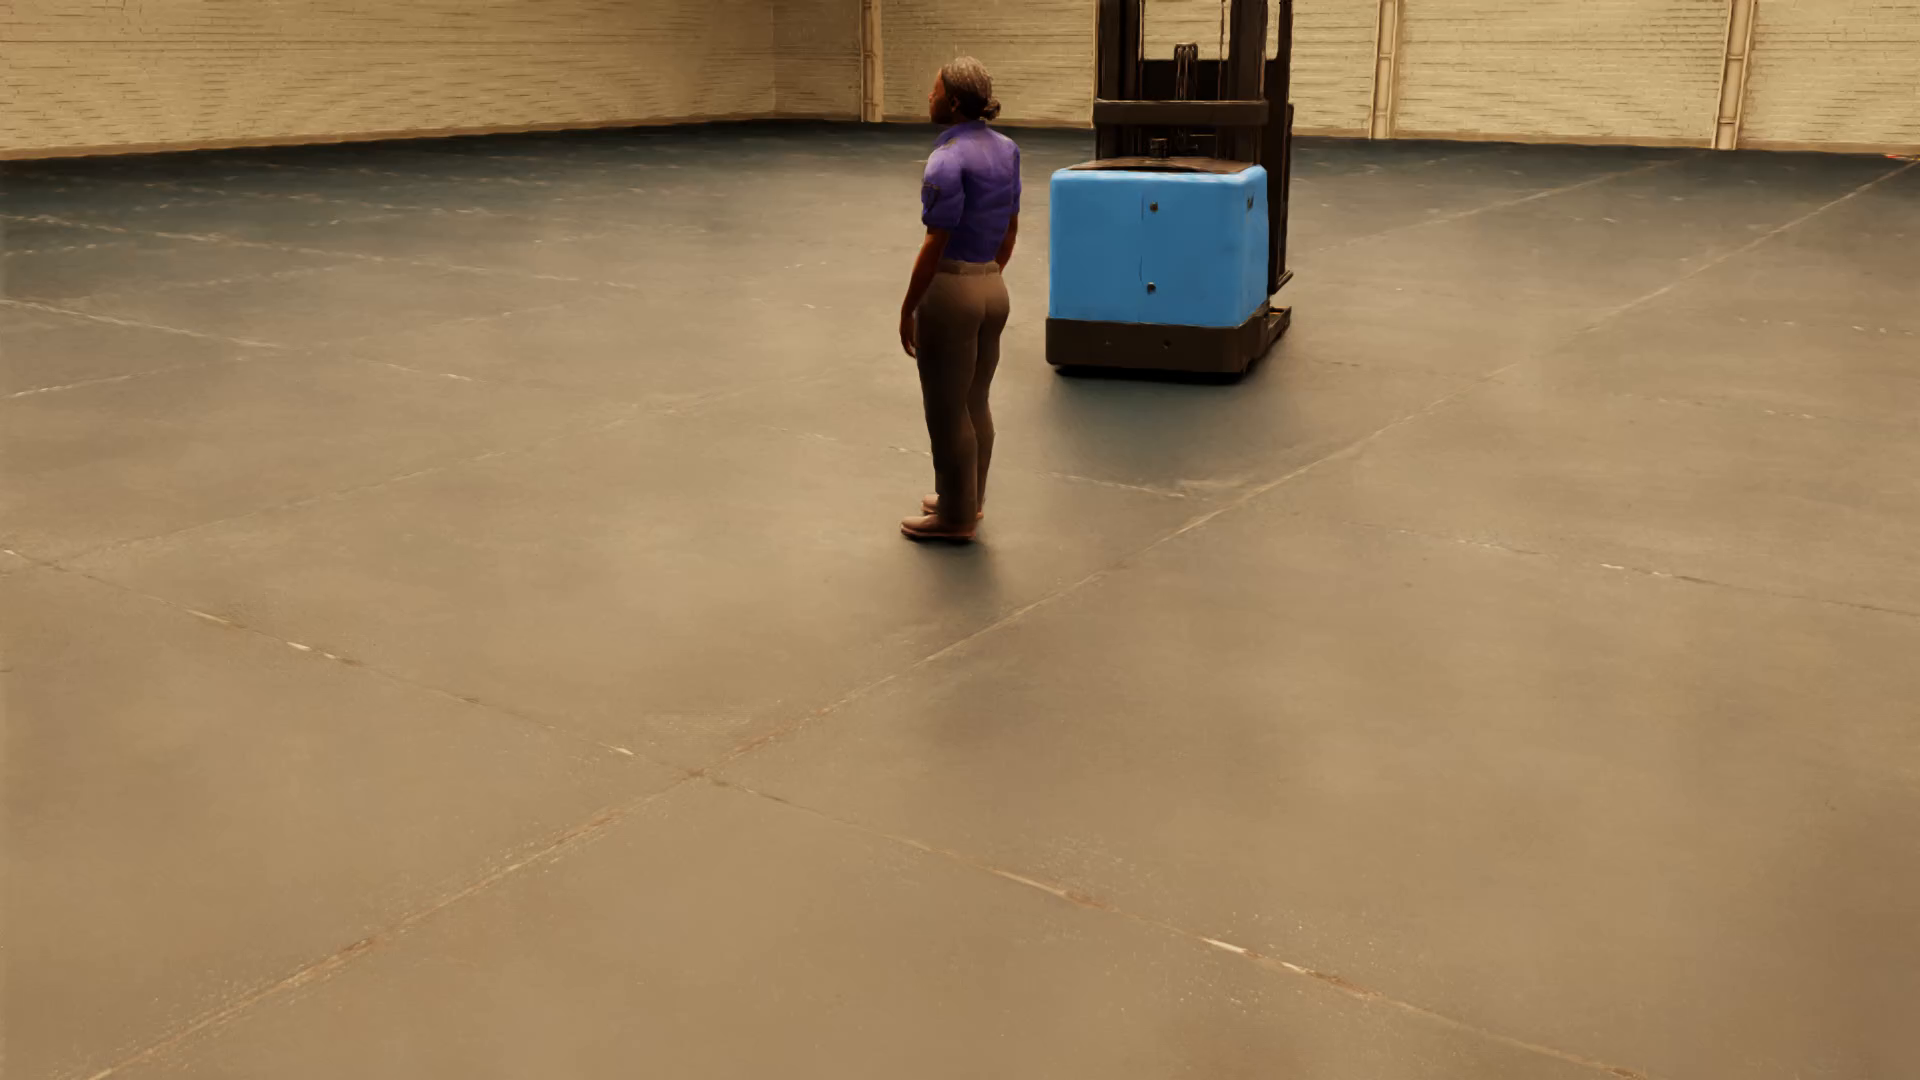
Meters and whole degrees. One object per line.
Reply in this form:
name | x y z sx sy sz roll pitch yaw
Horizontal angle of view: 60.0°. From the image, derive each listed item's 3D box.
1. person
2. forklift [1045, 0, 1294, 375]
person | -0.061 -0.818 5.773 0.503 1.654 0.570 11 20 33
forklift | 1.397 -2.646 9.682 1.130 2.935 3.031 5 17 17
